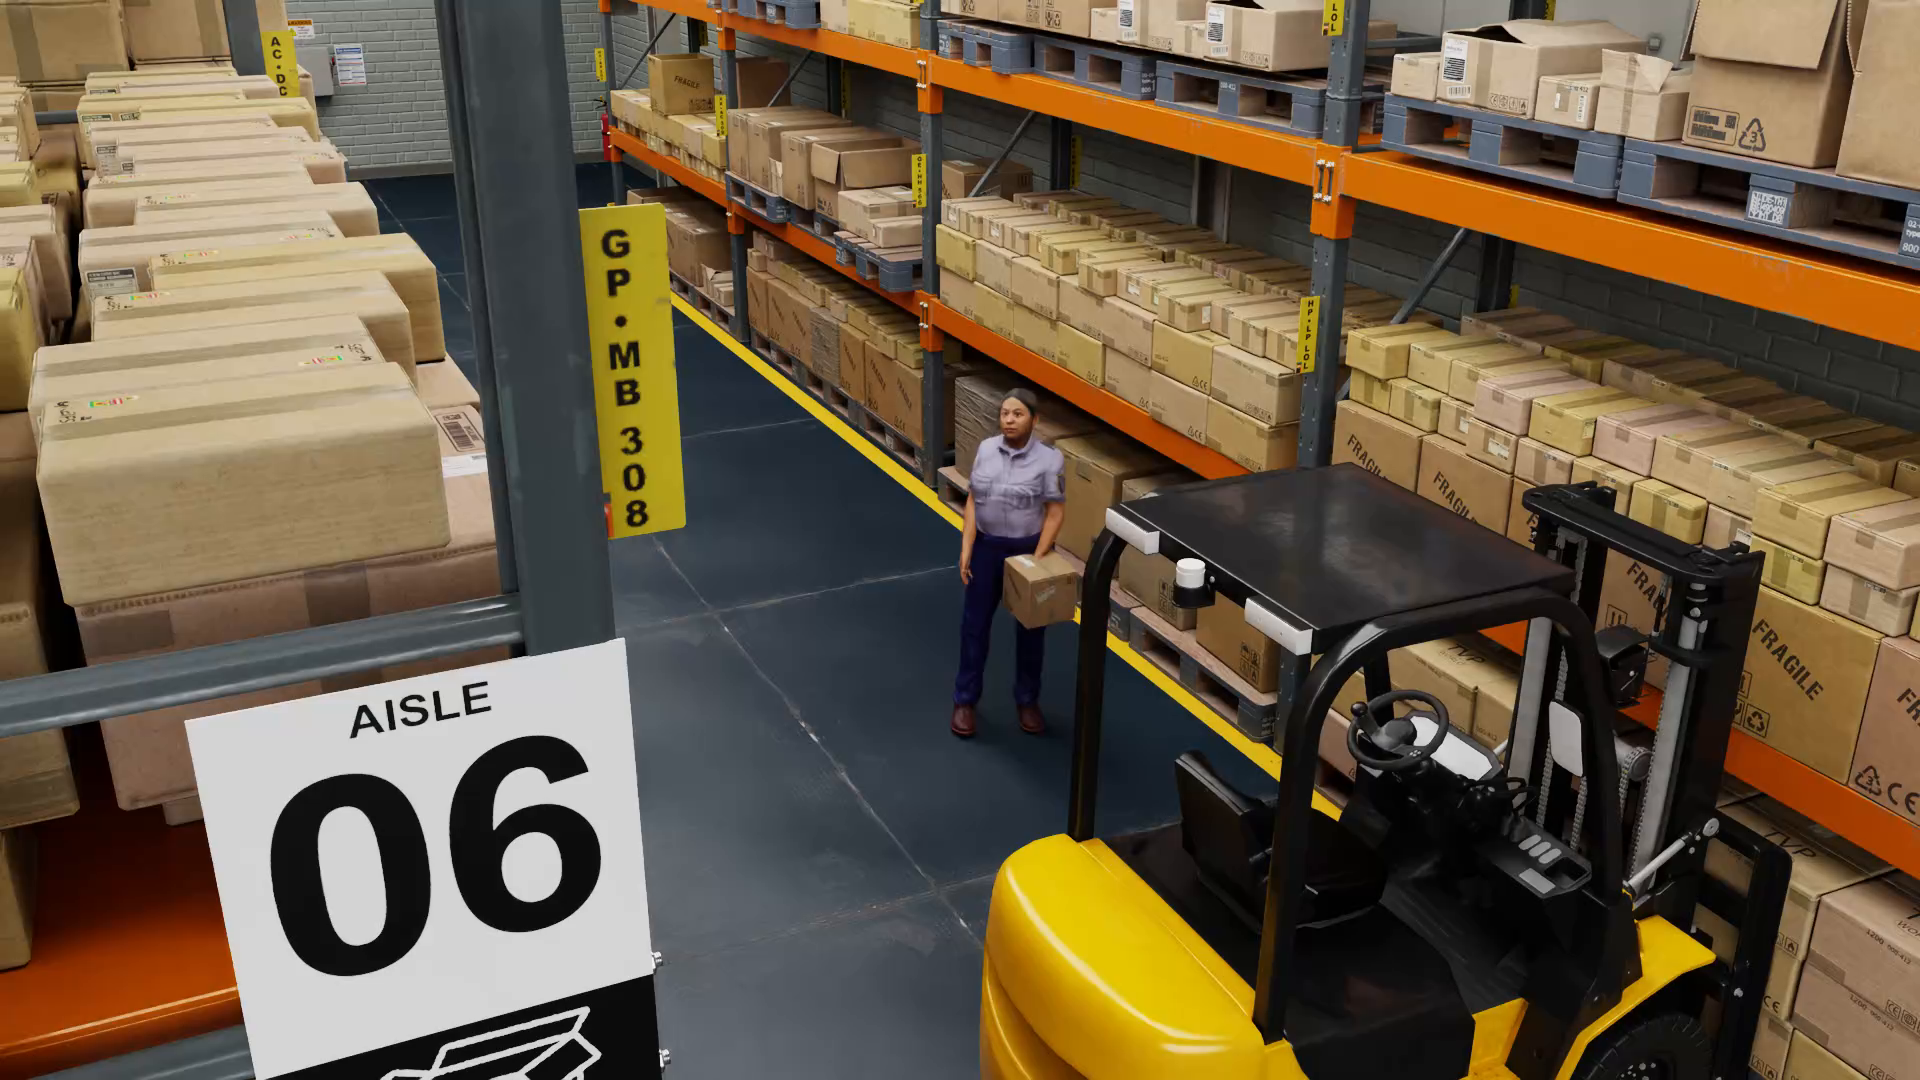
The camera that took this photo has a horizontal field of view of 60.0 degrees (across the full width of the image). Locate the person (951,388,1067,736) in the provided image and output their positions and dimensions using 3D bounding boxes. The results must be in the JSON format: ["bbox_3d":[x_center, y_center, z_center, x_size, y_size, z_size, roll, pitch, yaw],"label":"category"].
[{"bbox_3d":[0.226,0.117,7.805,0.518,1.649,0.495,8,24,18],"label":"person"}]
